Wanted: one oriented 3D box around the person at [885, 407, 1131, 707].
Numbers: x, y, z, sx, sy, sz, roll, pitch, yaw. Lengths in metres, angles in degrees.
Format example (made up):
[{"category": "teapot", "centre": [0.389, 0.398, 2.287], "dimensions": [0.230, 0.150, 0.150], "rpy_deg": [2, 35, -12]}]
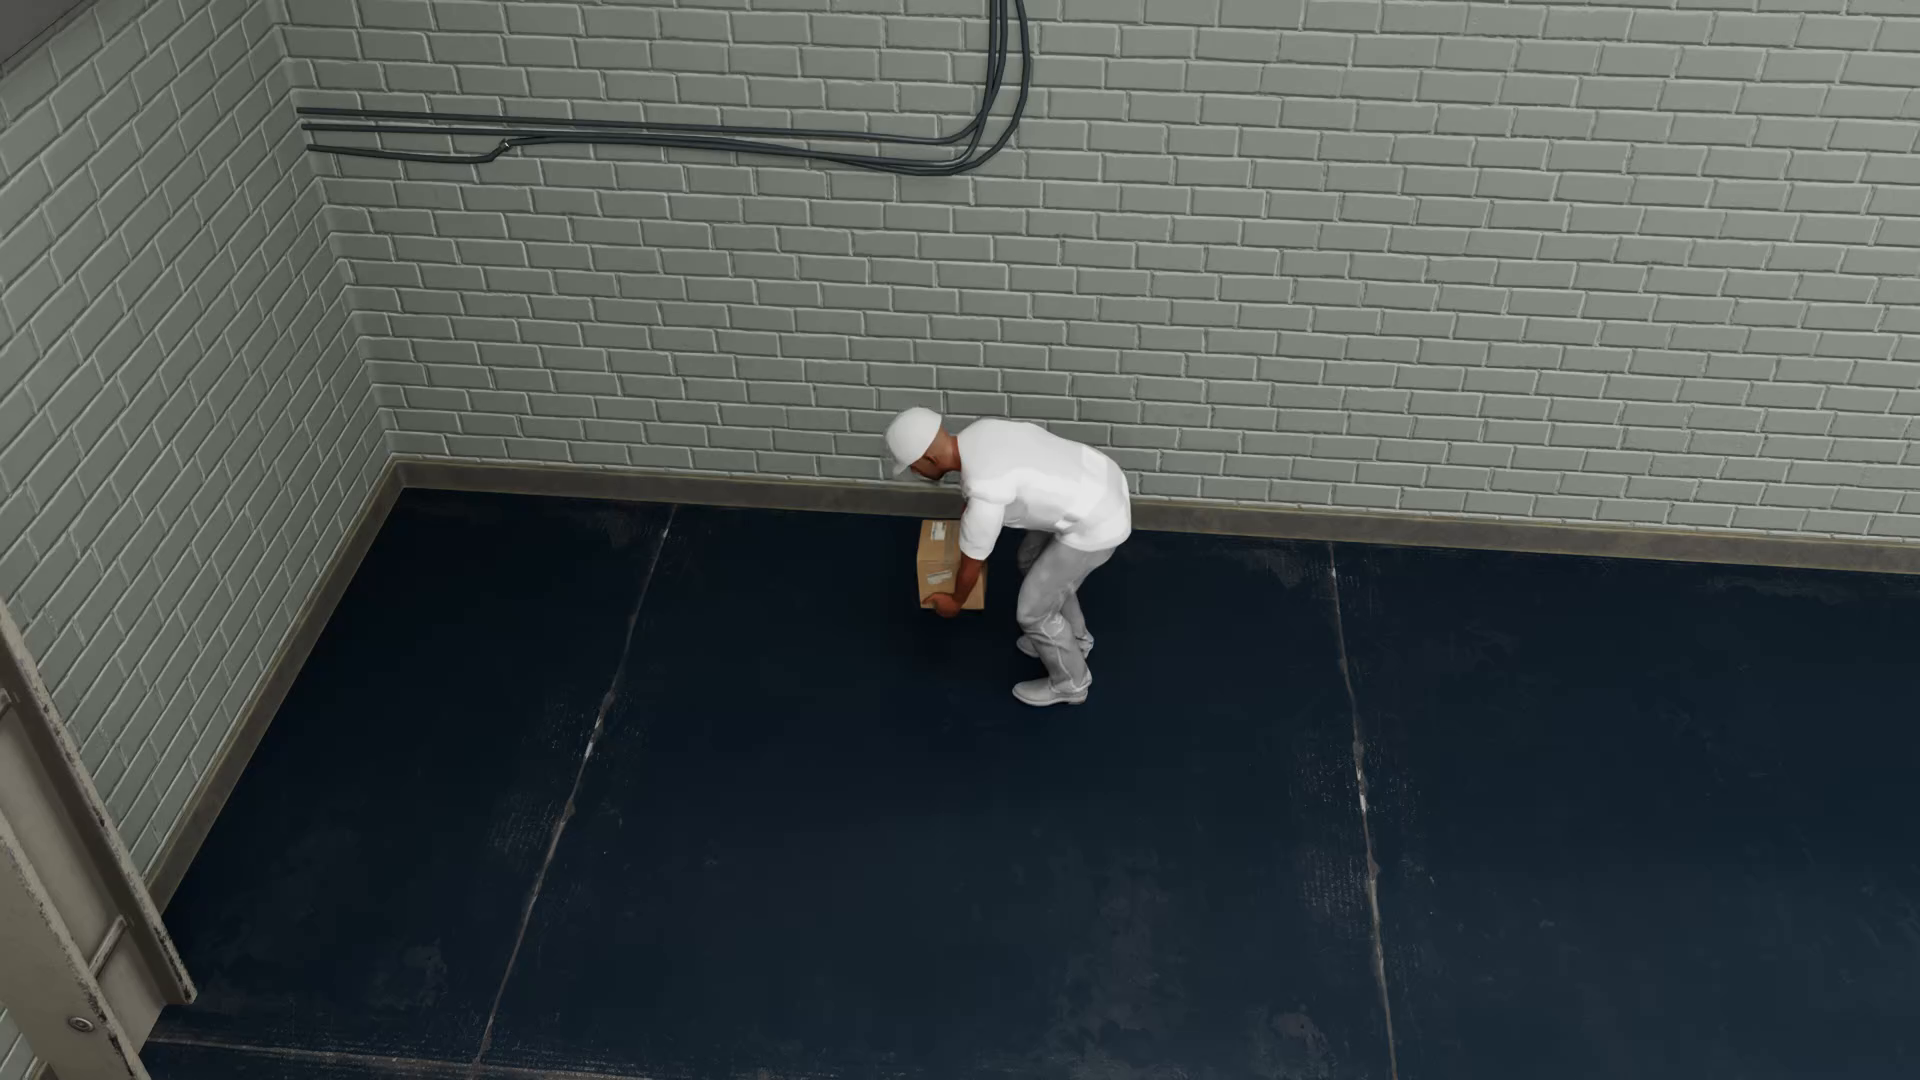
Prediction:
[{"category": "person", "centre": [0.187, 0.048, 6.434], "dimensions": [0.924, 1.310, 0.493], "rpy_deg": [2, 40, 2]}]
